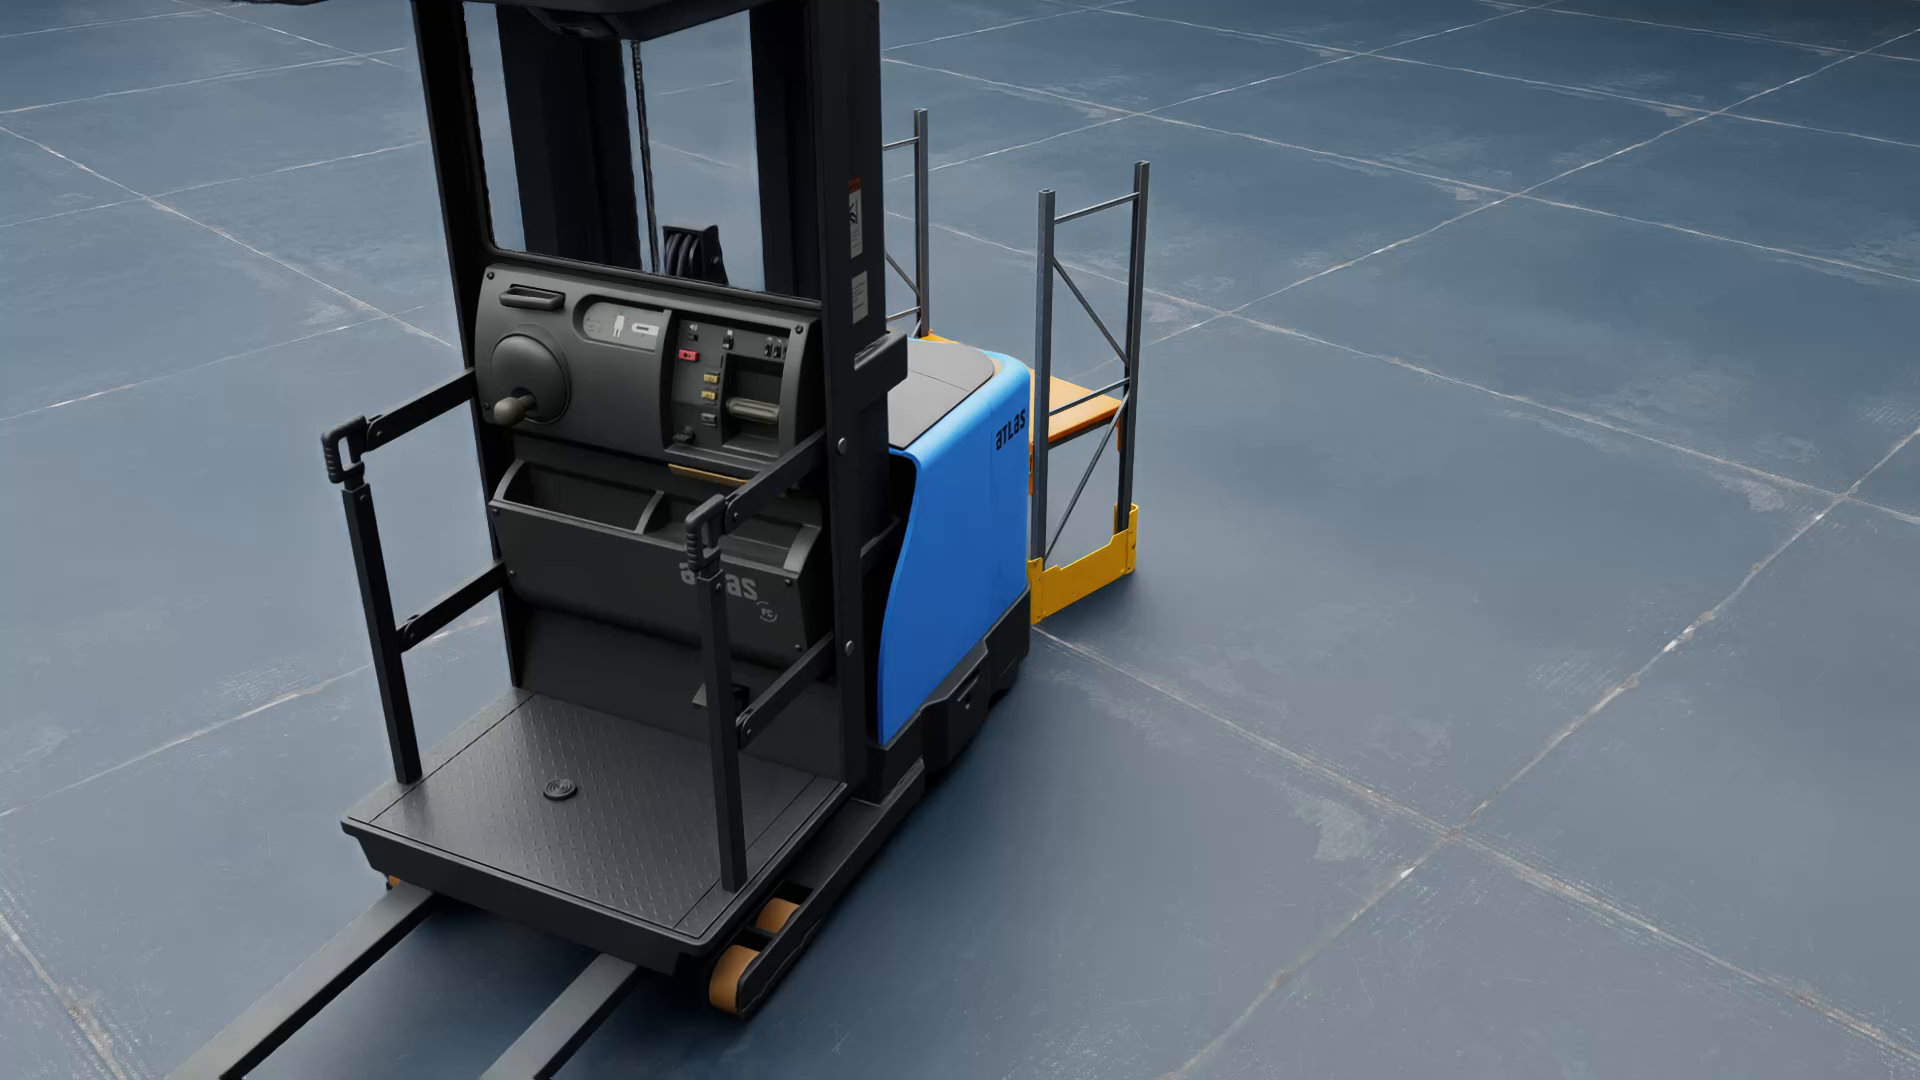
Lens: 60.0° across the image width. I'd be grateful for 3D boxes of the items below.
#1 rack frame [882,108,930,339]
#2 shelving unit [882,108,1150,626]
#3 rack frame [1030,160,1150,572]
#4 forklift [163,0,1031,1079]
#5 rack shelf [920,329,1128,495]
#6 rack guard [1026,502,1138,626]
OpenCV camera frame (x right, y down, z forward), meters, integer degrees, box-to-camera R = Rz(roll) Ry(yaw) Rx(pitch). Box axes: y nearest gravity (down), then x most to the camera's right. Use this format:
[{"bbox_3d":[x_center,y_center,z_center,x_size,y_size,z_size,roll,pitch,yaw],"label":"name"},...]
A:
[{"bbox_3d":[-0.302,-0.802,6.163,0.032,1.500,0.500,25,36,38],"label":"rack frame"},{"bbox_3d":[0.054,-0.639,5.854,1.083,1.500,0.587,25,36,38],"label":"shelving unit"},{"bbox_3d":[0.423,-0.470,5.533,0.032,1.500,0.500,25,36,38],"label":"rack frame"},{"bbox_3d":[-0.864,-0.374,3.812,1.130,2.935,3.031,13,30,22],"label":"forklift"},{"bbox_3d":[0.061,-0.477,5.932,1.000,0.185,0.538,25,36,38],"label":"rack shelf"},{"bbox_3d":[0.409,0.077,5.835,0.087,0.250,0.587,25,36,38],"label":"rack guard"}]
